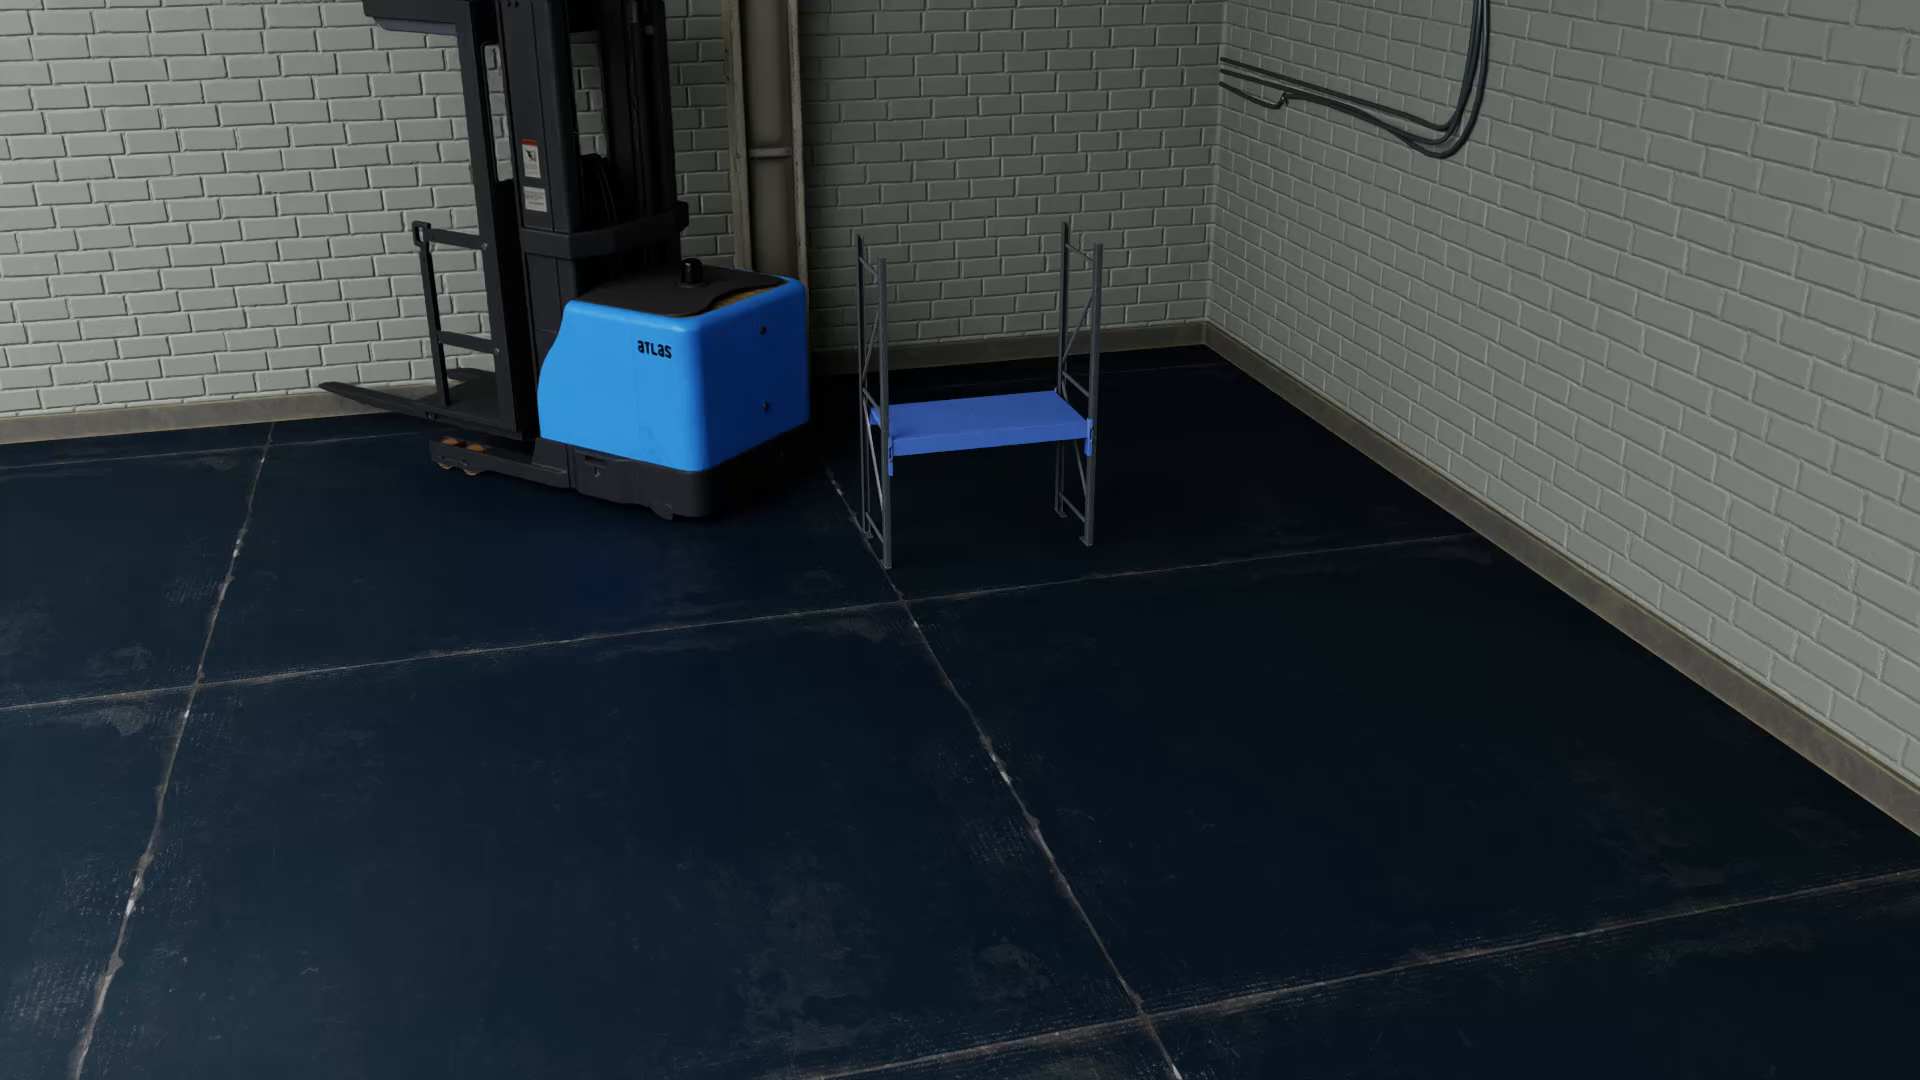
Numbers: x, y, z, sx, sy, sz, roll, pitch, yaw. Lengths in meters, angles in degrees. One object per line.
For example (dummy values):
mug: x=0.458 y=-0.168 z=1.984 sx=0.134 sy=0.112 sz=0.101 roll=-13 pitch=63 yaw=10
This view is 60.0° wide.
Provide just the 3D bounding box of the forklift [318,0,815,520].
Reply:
forklift: x=-2.321 y=-1.862 z=8.873 sx=3.031 sy=2.935 sz=1.130 roll=13 pitch=27 yaw=28

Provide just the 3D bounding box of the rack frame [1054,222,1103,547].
rack frame: x=0.572 y=-0.752 z=8.102 sx=0.032 sy=1.500 sz=0.500 roll=-6 pitch=24 yaw=-14

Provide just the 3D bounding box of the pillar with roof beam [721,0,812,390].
pillar with roof beam: x=0.003 y=-3.480 z=4.948 sx=0.400 sy=9.000 sz=9.100 roll=-6 pitch=24 yaw=-14

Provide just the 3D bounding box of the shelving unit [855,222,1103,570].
shelving unit: x=0.082 y=-0.698 z=7.975 sx=1.048 sy=1.500 sz=0.538 roll=-6 pitch=24 yaw=-14

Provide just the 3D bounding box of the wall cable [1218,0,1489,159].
wall cable: x=2.034 y=-3.499 z=8.930 sx=0.112 sy=2.526 sz=3.097 roll=-6 pitch=24 yaw=-14

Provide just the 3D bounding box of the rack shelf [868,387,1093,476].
rack shelf: x=0.082 y=-0.533 z=8.046 sx=1.000 sy=0.185 sz=0.538 roll=-6 pitch=24 yaw=-14

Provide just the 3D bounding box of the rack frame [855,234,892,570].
rack frame: x=-0.407 y=-0.644 z=7.849 sx=0.032 sy=1.500 sz=0.500 roll=-6 pitch=24 yaw=-14
